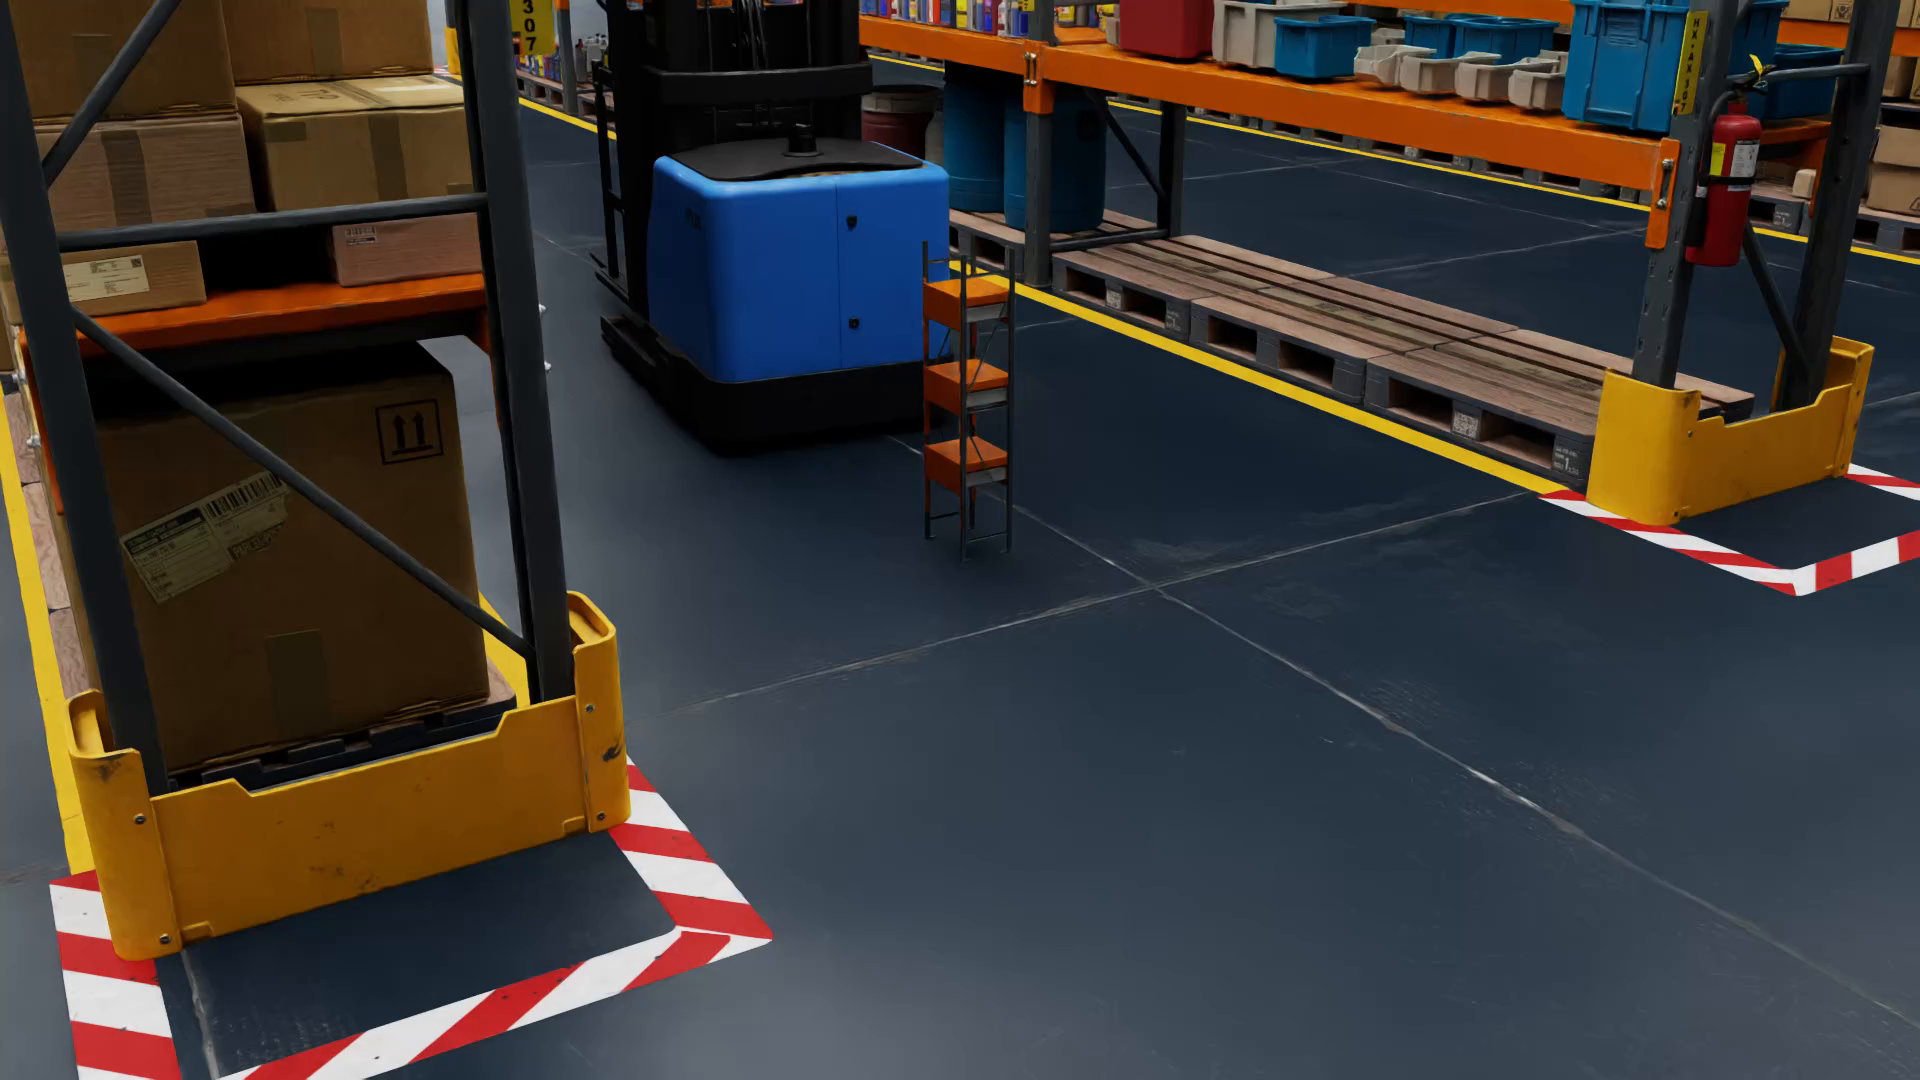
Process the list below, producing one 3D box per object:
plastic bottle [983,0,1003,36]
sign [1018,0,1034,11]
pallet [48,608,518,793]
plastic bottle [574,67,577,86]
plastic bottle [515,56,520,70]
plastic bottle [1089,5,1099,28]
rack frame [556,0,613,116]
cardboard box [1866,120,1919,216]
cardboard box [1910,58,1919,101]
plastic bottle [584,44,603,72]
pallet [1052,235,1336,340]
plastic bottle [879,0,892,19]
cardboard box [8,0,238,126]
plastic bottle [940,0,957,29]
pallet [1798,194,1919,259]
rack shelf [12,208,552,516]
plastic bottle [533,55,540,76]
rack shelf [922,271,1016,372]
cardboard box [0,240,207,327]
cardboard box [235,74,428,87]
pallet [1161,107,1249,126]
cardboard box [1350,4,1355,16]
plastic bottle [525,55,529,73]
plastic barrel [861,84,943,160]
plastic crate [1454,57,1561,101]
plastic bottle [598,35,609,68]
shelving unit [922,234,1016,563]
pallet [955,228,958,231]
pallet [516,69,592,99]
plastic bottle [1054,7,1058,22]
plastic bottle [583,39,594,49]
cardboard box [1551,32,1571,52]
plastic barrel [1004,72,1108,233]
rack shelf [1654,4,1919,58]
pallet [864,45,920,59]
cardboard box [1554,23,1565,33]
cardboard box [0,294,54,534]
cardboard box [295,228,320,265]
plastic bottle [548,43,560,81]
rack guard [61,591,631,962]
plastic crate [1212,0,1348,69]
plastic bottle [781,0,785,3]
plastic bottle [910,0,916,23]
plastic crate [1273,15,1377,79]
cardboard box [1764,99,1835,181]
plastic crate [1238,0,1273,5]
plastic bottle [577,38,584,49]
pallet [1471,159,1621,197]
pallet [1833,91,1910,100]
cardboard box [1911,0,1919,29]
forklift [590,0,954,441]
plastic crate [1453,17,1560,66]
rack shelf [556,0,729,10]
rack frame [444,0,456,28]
[{"bbox_3d":[0.183,-2.974,9.299,0.061,0.283,0.133,-13,25,-28],"label":"plastic bottle"},{"bbox_3d":[0.346,-2.919,8.642,0.100,0.325,0.005,-13,25,-28],"label":"sign"},{"bbox_3d":[-1.871,0.399,4.548,1.003,0.211,1.213,-13,25,-28],"label":"pallet"},{"bbox_3d":[-3.720,-4.451,15.910,0.097,0.201,0.097,0,22,0],"label":"plastic bottle"},{"bbox_3d":[-4.552,-5.002,17.158,0.061,0.283,0.133,-12,25,-27],"label":"plastic bottle"},{"bbox_3d":[0.806,-3.146,9.738,0.097,0.271,0.097,0,22,0],"label":"plastic bottle"},{"bbox_3d":[-3.267,-5.486,15.324,1.000,3.000,0.127,-13,25,-28],"label":"rack frame"},{"bbox_3d":[6.044,-2.288,10.188,0.797,0.503,0.637,-13,25,-28],"label":"cardboard box"},{"bbox_3d":[8.893,-4.186,14.423,0.750,0.750,0.750,-12,25,-28],"label":"cardboard box"},{"bbox_3d":[-3.751,-4.931,16.992,0.152,0.276,0.135,-13,25,-28],"label":"plastic bottle"},{"bbox_3d":[1.228,-1.374,8.911,1.003,0.211,1.213,-13,25,-28],"label":"pallet"},{"bbox_3d":[-0.449,-3.374,10.283,0.061,0.283,0.133,-13,25,-28],"label":"plastic bottle"},{"bbox_3d":[-1.870,-1.171,3.518,0.500,0.500,0.500,-12,25,-28],"label":"cardboard box"},{"bbox_3d":[-0.026,-3.168,9.687,0.144,0.351,0.185,-13,25,-28],"label":"plastic bottle"},{"bbox_3d":[6.057,-1.938,10.299,1.003,0.211,1.213,-13,25,-28],"label":"pallet"},{"bbox_3d":[-2.417,-0.963,5.152,1.077,0.370,4.000,-13,25,-28],"label":"rack shelf"},{"bbox_3d":[-4.186,-4.801,16.672,0.152,0.276,0.135,-12,25,-27],"label":"plastic bottle"},{"bbox_3d":[0.027,-0.722,5.468,0.215,0.259,0.240,-13,25,-28],"label":"rack shelf"},{"bbox_3d":[-1.860,-0.584,3.599,0.380,0.149,0.250,-12,25,-27],"label":"cardboard box"},{"bbox_3d":[-1.680,-1.091,4.317,0.500,0.250,0.500,-13,25,-29],"label":"cardboard box"},{"bbox_3d":[2.649,-4.125,15.679,1.003,0.211,1.213,-13,25,-28],"label":"pallet"},{"bbox_3d":[4.685,-6.765,21.208,0.500,0.500,0.500,-15,26,-32],"label":"cardboard box"},{"bbox_3d":[-4.375,-4.866,16.931,0.097,0.201,0.097,0,22,0],"label":"plastic bottle"},{"bbox_3d":[-0.382,-2.748,11.233,0.600,0.588,0.708,-13,25,-28],"label":"plastic barrel"},{"bbox_3d":[2.155,-1.833,6.607,0.396,0.136,0.243,-13,25,-28],"label":"plastic crate"},{"bbox_3d":[-3.636,-5.002,17.068,0.144,0.351,0.185,-13,25,-29],"label":"plastic bottle"},{"bbox_3d":[0.027,-0.469,5.571,0.215,1.050,0.252,-13,25,-28],"label":"shelving unit"},{"bbox_3d":[-0.166,-2.257,11.085,1.003,0.211,1.213,-13,25,-28],"label":"pallet"},{"bbox_3d":[-4.202,-4.815,17.377,1.003,0.211,1.213,-13,25,-28],"label":"pallet"},{"bbox_3d":[0.588,-3.251,10.091,0.097,0.201,0.097,0,22,0],"label":"plastic bottle"},{"bbox_3d":[-3.890,-5.126,17.471,0.152,0.276,0.135,-12,25,-28],"label":"plastic bottle"},{"bbox_3d":[4.531,-3.768,12.838,0.500,0.250,0.500,-13,25,-28],"label":"cardboard box"},{"bbox_3d":[0.556,-2.298,9.710,0.600,0.901,0.708,-13,25,-28],"label":"plastic barrel"},{"bbox_3d":[6.101,-2.867,9.837,1.077,0.370,4.000,-13,25,-28],"label":"rack shelf"},{"bbox_3d":[-0.623,-6.201,20.787,1.003,0.211,1.213,-13,25,-28],"label":"pallet"},{"bbox_3d":[6.717,-5.554,18.229,0.700,0.500,0.500,-13,25,-28],"label":"cardboard box"},{"bbox_3d":[-2.710,-0.633,5.650,0.875,0.875,0.875,-13,25,-28],"label":"cardboard box"},{"bbox_3d":[-1.425,-0.793,4.113,0.380,0.149,0.250,-13,25,-29],"label":"cardboard box"},{"bbox_3d":[-3.942,-4.678,16.270,0.144,0.351,0.185,-14,26,-31],"label":"plastic bottle"},{"bbox_3d":[-1.383,0.517,3.875,1.175,0.500,0.348,-13,25,-28],"label":"rack guard"},{"bbox_3d":[1.441,-2.339,7.661,0.437,0.282,0.530,-13,25,-28],"label":"plastic crate"},{"bbox_3d":[-1.195,-3.822,11.496,0.097,0.201,0.097,0,22,0],"label":"plastic bottle"},{"bbox_3d":[-0.256,-3.227,10.031,0.097,0.201,0.097,0,22,0],"label":"plastic bottle"},{"bbox_3d":[1.593,-2.167,7.302,0.416,0.233,0.300,-13,25,-28],"label":"plastic crate"},{"bbox_3d":[5.615,-2.764,11.362,0.500,0.500,0.500,-13,25,-28],"label":"cardboard box"},{"bbox_3d":[1.351,-2.831,8.734,0.392,0.384,0.575,-13,25,-28],"label":"plastic crate"},{"bbox_3d":[-3.981,-5.108,17.419,0.061,0.283,0.133,-13,25,-28],"label":"plastic bottle"},{"bbox_3d":[4.632,-2.812,12.449,1.003,0.211,1.213,-13,25,-28],"label":"pallet"},{"bbox_3d":[8.250,-4.141,15.718,1.003,0.211,1.213,-13,25,-28],"label":"pallet"},{"bbox_3d":[5.885,-3.185,9.530,0.500,0.500,0.500,-13,25,-29],"label":"cardboard box"},{"bbox_3d":[-1.094,-2.269,7.501,1.130,2.935,3.031,-10,24,-22],"label":"forklift"},{"bbox_3d":[2.347,-2.121,7.189,0.416,0.233,0.300,-13,25,-28],"label":"plastic crate"},{"bbox_3d":[-2.245,-4.505,13.867,1.077,0.370,4.000,-13,25,-28],"label":"rack shelf"},{"bbox_3d":[-5.310,-6.781,18.510,1.000,3.000,0.127,-13,25,-28],"label":"rack frame"}]
